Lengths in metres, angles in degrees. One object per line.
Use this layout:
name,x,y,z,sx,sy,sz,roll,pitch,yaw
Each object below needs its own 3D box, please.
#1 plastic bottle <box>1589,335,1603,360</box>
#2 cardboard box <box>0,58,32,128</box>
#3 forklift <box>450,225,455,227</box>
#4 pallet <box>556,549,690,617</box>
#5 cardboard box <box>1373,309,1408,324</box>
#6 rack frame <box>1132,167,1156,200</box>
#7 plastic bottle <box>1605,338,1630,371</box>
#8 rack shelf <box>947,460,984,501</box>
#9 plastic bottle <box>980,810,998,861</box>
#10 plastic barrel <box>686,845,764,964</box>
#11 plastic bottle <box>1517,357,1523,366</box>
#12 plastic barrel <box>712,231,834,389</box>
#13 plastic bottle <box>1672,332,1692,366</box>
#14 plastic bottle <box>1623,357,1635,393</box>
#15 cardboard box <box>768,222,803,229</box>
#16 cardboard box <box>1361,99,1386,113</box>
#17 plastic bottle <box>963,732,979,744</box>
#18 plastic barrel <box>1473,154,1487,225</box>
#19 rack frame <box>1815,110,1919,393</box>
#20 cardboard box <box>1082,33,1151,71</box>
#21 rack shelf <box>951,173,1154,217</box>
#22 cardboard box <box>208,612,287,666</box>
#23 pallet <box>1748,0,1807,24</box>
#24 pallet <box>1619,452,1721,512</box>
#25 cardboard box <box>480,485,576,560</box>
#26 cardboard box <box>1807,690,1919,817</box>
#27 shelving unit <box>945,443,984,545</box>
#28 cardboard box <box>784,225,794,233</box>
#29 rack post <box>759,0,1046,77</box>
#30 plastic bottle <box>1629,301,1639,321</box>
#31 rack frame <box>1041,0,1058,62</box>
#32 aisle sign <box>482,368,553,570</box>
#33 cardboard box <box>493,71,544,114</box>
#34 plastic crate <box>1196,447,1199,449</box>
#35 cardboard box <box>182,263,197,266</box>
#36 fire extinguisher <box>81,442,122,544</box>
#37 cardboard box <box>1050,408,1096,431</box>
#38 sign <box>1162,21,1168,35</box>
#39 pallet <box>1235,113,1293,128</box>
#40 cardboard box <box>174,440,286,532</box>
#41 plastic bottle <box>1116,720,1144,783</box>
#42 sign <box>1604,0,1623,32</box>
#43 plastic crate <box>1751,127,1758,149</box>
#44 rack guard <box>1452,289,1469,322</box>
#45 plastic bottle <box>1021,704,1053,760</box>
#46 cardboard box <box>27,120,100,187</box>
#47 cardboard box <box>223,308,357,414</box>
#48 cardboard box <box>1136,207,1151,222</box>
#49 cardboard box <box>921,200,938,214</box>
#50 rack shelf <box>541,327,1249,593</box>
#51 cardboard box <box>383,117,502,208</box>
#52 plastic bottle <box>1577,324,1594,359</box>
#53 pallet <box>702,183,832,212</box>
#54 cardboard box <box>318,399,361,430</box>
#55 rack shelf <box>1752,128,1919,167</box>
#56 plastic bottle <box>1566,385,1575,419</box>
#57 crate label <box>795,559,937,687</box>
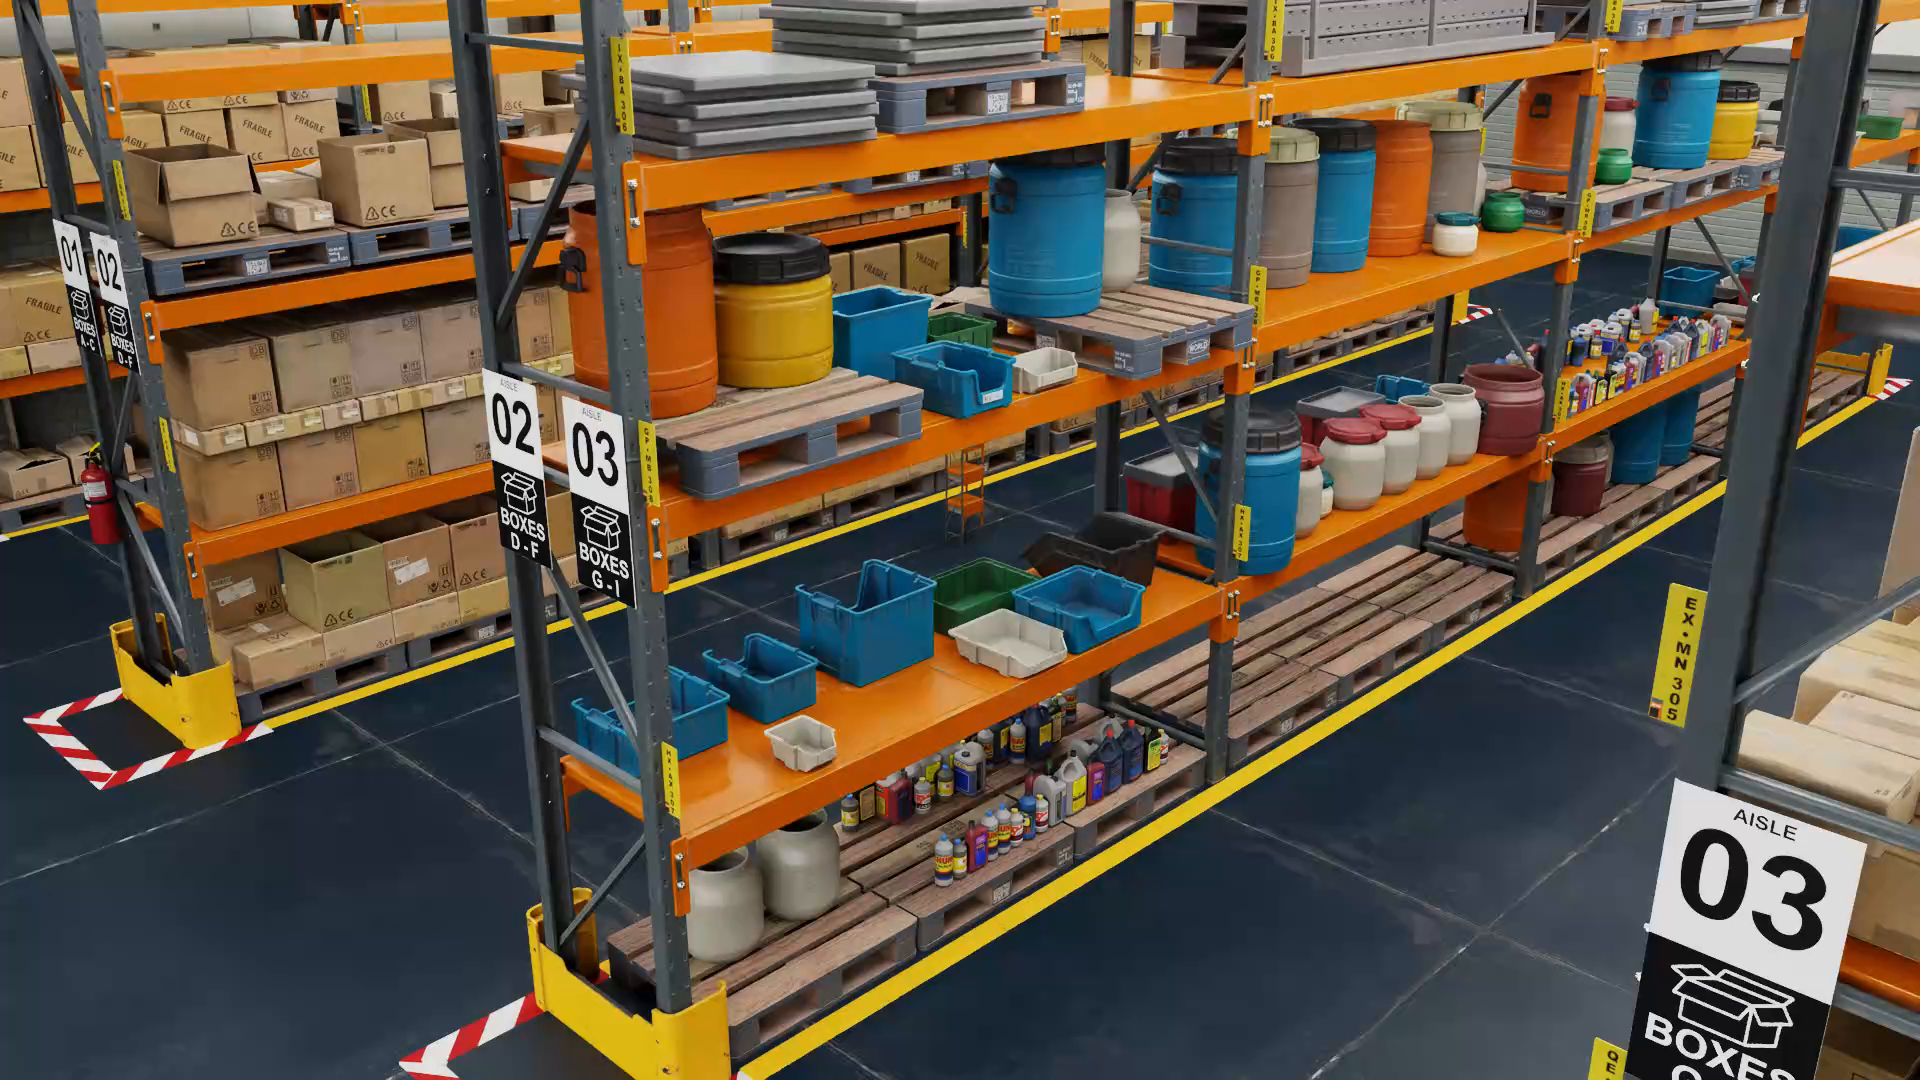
plastic bottle,5.498,-1.668,14.373,0.097,0.201,0.097,0,21,0
cardboard box,-7.841,-3.581,13.330,0.500,0.500,0.500,19,28,40
forklift,-3.936,-1.817,14.579,1.130,2.935,3.031,14,25,32
pallet,-2.913,0.203,13.115,1.003,0.211,1.213,19,28,41
cardboard box,5.156,-2.861,20.419,0.500,0.250,0.500,19,28,41
rack frame,2.491,-5.616,24.368,1.000,3.000,0.127,19,28,41
plastic bottle,5.421,-1.488,13.695,0.144,0.351,0.185,19,28,41
rack shelf,0.037,-0.494,13.788,0.215,0.259,0.240,19,28,41
plastic bottle,0.155,1.568,8.866,0.097,0.271,0.097,0,21,0
plastic barrel,-1.168,1.753,8.077,0.421,0.512,0.421,0,21,0
plastic bottle,4.579,-1.408,13.696,0.097,0.201,0.097,0,21,0
plastic barrel,-0.868,-1.033,7.414,0.600,0.588,0.600,0,21,0
plastic bottle,6.149,-1.645,14.208,0.152,0.276,0.135,19,28,41
plastic bottle,5.381,-1.342,13.410,0.061,0.283,0.133,19,28,41
cardboard box,-2.195,-3.948,19.445,0.500,0.500,0.500,-19,28,-40
cardboard box,4.471,-4.998,18.788,0.500,0.250,0.500,19,28,41
plastic bottle,0.081,1.194,9.821,0.133,0.283,0.061,-19,28,-40
plastic barrel,3.573,-2.530,12.000,0.421,0.512,0.421,0,21,0
rack frame,9.590,-3.137,17.917,1.000,3.000,0.127,19,28,41
cardboard box,1.483,-4.607,16.029,0.500,0.500,0.500,19,28,41
rack shelf,1.096,-4.767,23.159,1.077,0.370,4.000,19,28,41
cardboard box,-4.956,0.611,11.413,0.500,0.250,0.500,19,28,41
pallet,6.244,-4.414,13.698,1.003,0.211,1.213,19,28,41
pallet,6.231,-0.619,15.253,1.003,0.211,1.213,19,28,41
cardboard box,-3.198,-0.127,12.287,0.500,0.500,0.500,19,28,41
cardboard box,2.212,0.512,3.895,0.380,0.149,0.250,18,27,39
shelving unit,0.037,-0.504,13.784,0.215,1.050,0.252,19,28,41
cardboard box,-2.179,-3.684,19.662,0.380,0.149,0.250,19,28,40
rack post,-0.243,-2.295,7.470,0.937,0.300,0.954,19,28,40
plastic bottle,6.145,-2.032,15.206,0.061,0.283,0.133,19,28,41
rack frame,0.462,-5.121,14.718,1.000,3.000,0.127,19,28,41
aisle sign,-1.835,-0.293,6.895,0.394,0.787,0.004,19,28,41
cardboard box,-4.581,-4.612,16.849,0.500,0.500,0.500,18,27,39
plastic crate,1.765,-0.406,10.835,0.392,0.384,0.575,19,28,41
cardboard box,-7.053,-2.232,14.698,0.500,0.500,0.500,-19,28,-40
fire extinguisher,-5.534,-0.315,10.682,0.296,0.674,0.183,19,28,41
cardboard box,0.985,-1.405,16.282,0.500,0.500,0.500,-19,28,-40
sign,2.871,-7.254,23.323,0.100,0.325,0.005,19,28,41
pallet,2.748,-4.512,17.575,1.213,0.211,1.003,19,28,41
cardboard box,-4.784,-0.428,10.730,0.700,0.500,0.500,19,28,41
plastic bottle,0.976,1.217,9.669,0.144,0.351,0.185,18,28,39
sign,4.408,-3.594,11.195,0.100,0.325,0.005,19,28,41
plastic crate,7.206,-3.745,15.550,0.416,0.233,0.300,19,28,41
rack guard,5.990,-3.191,21.542,1.175,0.500,0.348,19,28,41
plastic bottle,0.461,1.119,9.924,0.144,0.351,0.185,19,28,41
cardboard box,-7.498,-3.247,13.854,0.500,0.500,0.500,-19,28,-40
cardboard box,-4.384,-1.184,10.888,0.700,0.500,0.500,18,28,39
cardboard box,2.065,-3.122,17.155,0.700,0.500,0.500,12,24,27
cardboard box,-0.491,-4.252,21.140,0.250,0.149,0.380,-20,28,-41
rack shelf,-0.177,-0.603,8.145,1.077,0.370,4.000,19,28,41
cardboard box,-3.567,-2.611,11.443,0.637,0.503,0.797,-16,26,-36
plastic bottle,5.396,-1.730,14.428,0.152,0.276,0.135,19,28,41
pallet,-1.722,-2.834,13.214,0.805,0.209,1.217,18,27,39
cardboard box,-4.155,-0.858,10.944,0.380,0.149,0.250,19,28,40
rack shelf,8.194,-3.687,16.170,1.077,0.370,4.000,19,28,41
plastic bottle,4.643,-1.074,12.728,0.097,0.271,0.097,0,21,0
crate label,-0.482,0.419,8.617,0.502,0.435,0.616,19,28,41
